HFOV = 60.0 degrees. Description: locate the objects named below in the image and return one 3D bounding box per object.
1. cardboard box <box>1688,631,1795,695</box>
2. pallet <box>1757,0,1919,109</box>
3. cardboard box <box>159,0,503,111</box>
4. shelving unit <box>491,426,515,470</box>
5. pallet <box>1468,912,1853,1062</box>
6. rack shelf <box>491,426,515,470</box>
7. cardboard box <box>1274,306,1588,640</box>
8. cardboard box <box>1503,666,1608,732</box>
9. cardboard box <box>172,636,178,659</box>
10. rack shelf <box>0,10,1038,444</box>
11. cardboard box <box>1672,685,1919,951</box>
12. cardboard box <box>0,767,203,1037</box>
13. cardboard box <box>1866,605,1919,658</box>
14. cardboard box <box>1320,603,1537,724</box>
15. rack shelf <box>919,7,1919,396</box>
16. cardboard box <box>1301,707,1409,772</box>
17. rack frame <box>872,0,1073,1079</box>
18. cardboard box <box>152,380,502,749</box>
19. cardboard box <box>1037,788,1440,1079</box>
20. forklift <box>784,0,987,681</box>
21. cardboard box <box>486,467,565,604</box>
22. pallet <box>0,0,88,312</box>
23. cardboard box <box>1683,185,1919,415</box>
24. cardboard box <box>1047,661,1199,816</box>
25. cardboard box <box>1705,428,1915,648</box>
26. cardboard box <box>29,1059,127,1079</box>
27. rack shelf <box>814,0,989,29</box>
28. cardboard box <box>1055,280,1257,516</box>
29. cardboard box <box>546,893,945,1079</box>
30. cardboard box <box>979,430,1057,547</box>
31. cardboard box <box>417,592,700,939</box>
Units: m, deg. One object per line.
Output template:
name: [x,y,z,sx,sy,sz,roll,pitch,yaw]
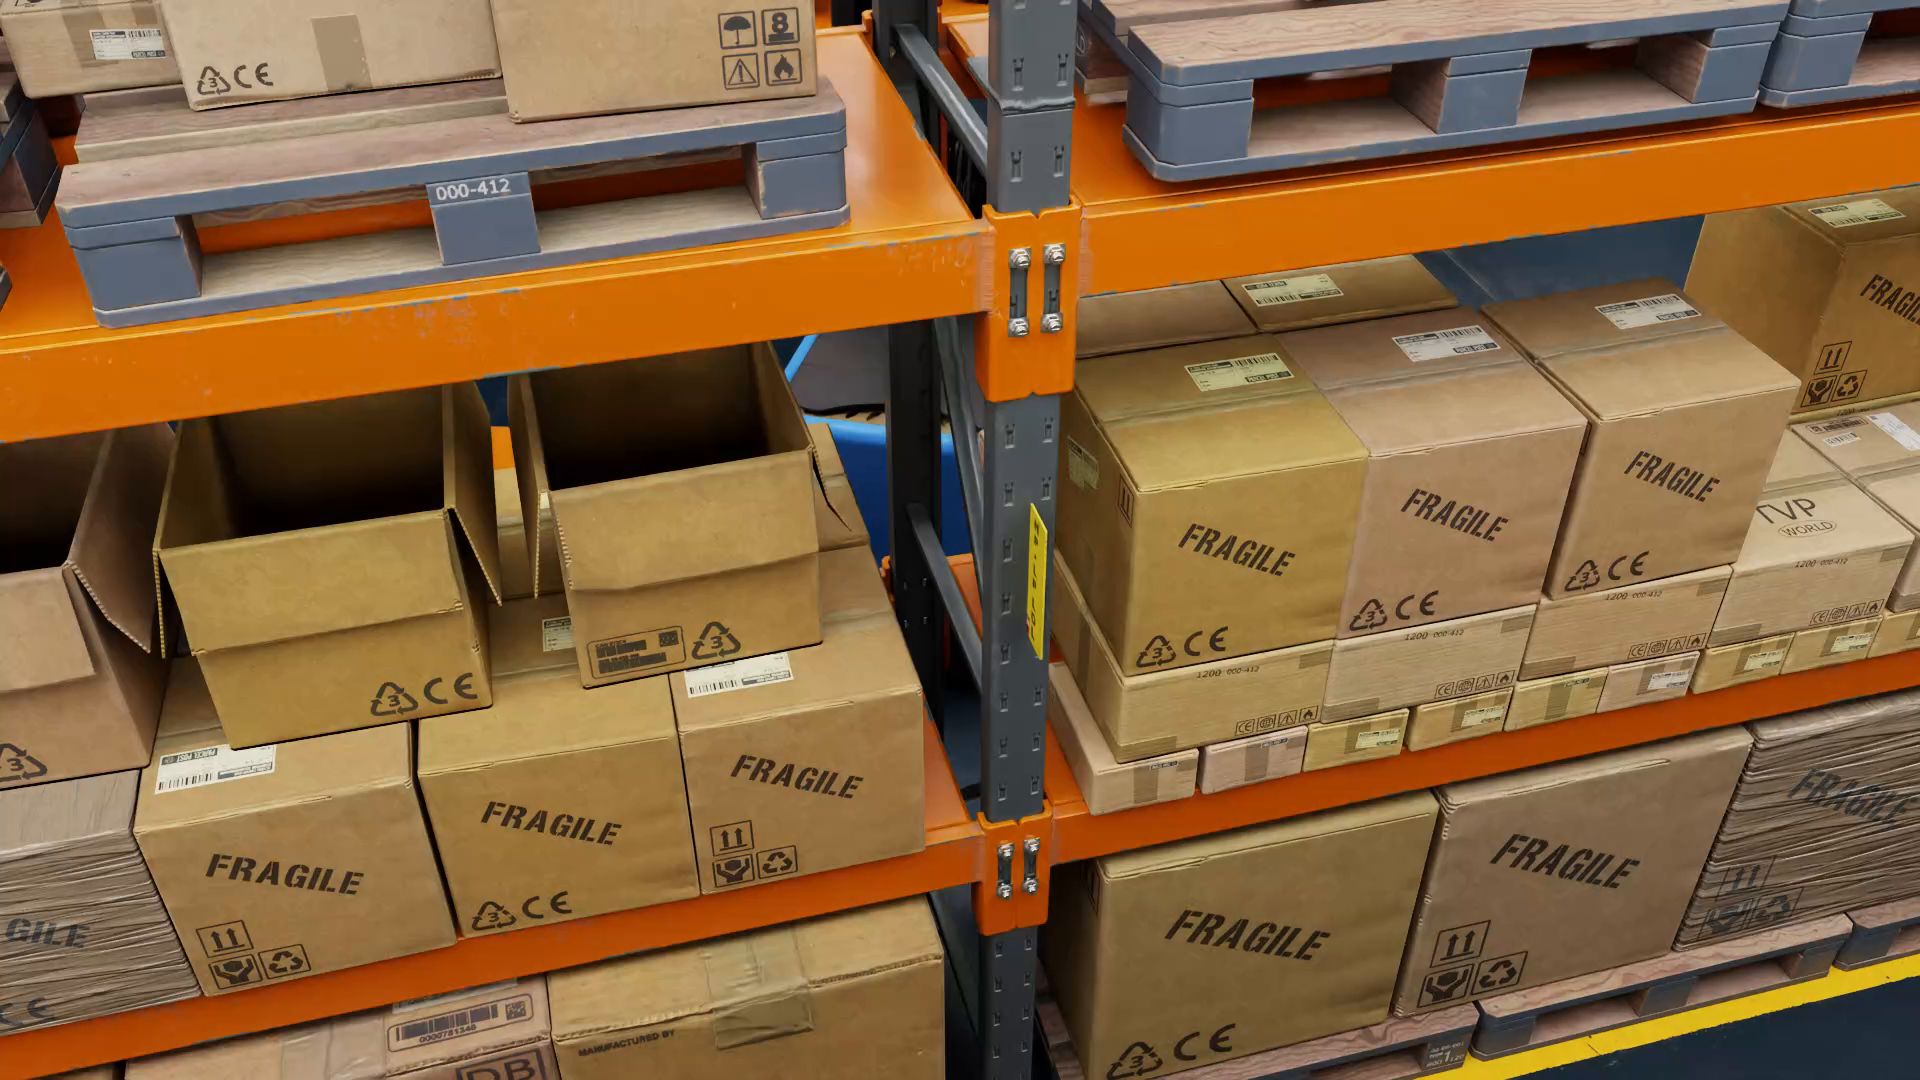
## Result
cardboard box: [1.876,0.196,4.232,0.250,0.149,0.380,-10,39,-13]
pallet: [1.967,-1.275,3.552,1.213,0.211,1.003,-9,38,-12]
cardboard box: [-1.083,-1.006,2.855,0.500,0.311,0.500,-11,39,-13]
shelving unit: [-1.267,0.101,5.692,1.048,1.125,0.538,1,37,2]
pallet: [1.934,1.033,5.226,1.213,0.211,1.003,-9,38,-12]
rack shelf: [-1.267,-0.132,5.515,1.000,0.278,0.538,1,37,2]
cardboard box: [1.006,-0.160,3.752,0.500,0.500,0.500,-9,38,-12]
cardboard box: [1.380,0.277,4.126,0.250,0.149,0.380,-10,39,-13]
cardboard box: [-1.976,0.326,3.772,0.500,0.500,0.500,-9,38,-11]
rack shelf: [-1.932,-0.393,2.918,4.000,0.370,1.077,-9,38,-12]
cardboard box: [2.385,0.532,4.989,0.875,0.875,0.875,-9,38,-12]
cardboard box: [-1.848,0.628,3.378,0.500,0.500,0.500,-9,38,-12]
cardboard box: [2.367,0.115,4.337,0.250,0.149,0.380,-9,38,-12]
cardboard box: [1.003,0.140,3.976,0.500,0.250,0.500,-9,38,-12]
rack shelf: [1.930,-1.027,3.747,4.000,0.370,1.077,-9,38,-12]
cardboard box: [0.879,0.360,4.017,0.250,0.149,0.380,-8,38,-10]
rack frame: [-0.001,0.196,4.025,0.127,3.000,1.000,-9,38,-12]
cardboard box: [-1.281,-0.035,3.418,0.637,0.503,0.797,-9,38,-11]
cardboard box: [0.657,0.815,4.619,0.875,0.875,0.875,-9,38,-12]
forklift: [0.145,-1.533,6.342,1.130,2.935,3.031,8,38,11]
cardboard box: [-0.995,0.162,3.987,0.500,0.500,0.500,-9,38,-12]
pallet: [-2.176,-0.599,2.751,1.213,0.211,1.003,-8,38,-10]
cardboard box: [2.346,-0.712,4.473,0.500,0.500,0.500,-10,39,-13]
cardboard box: [0.372,0.444,3.908,0.250,0.149,0.380,-9,38,-12]
cardboard box: [1.979,-0.018,4.184,0.500,0.250,0.500,-9,38,-12]
cardboard box: [-2.328,1.273,4.021,0.875,0.875,1.225,-9,38,-12]
rack shelf: [0.639,-2.741,8.456,4.000,0.370,1.077,-9,38,-12]
cardboard box: [0.373,-0.390,4.053,0.500,0.500,0.500,-8,38,-11]
cardboard box: [-0.613,0.986,4.395,0.875,0.875,1.225,-9,38,-12]
cardboard box: [0.357,-0.087,4.273,0.500,0.250,0.500,-10,39,-13]
cardboard box: [-0.861,0.465,3.592,0.500,0.500,0.500,-8,38,-11]
